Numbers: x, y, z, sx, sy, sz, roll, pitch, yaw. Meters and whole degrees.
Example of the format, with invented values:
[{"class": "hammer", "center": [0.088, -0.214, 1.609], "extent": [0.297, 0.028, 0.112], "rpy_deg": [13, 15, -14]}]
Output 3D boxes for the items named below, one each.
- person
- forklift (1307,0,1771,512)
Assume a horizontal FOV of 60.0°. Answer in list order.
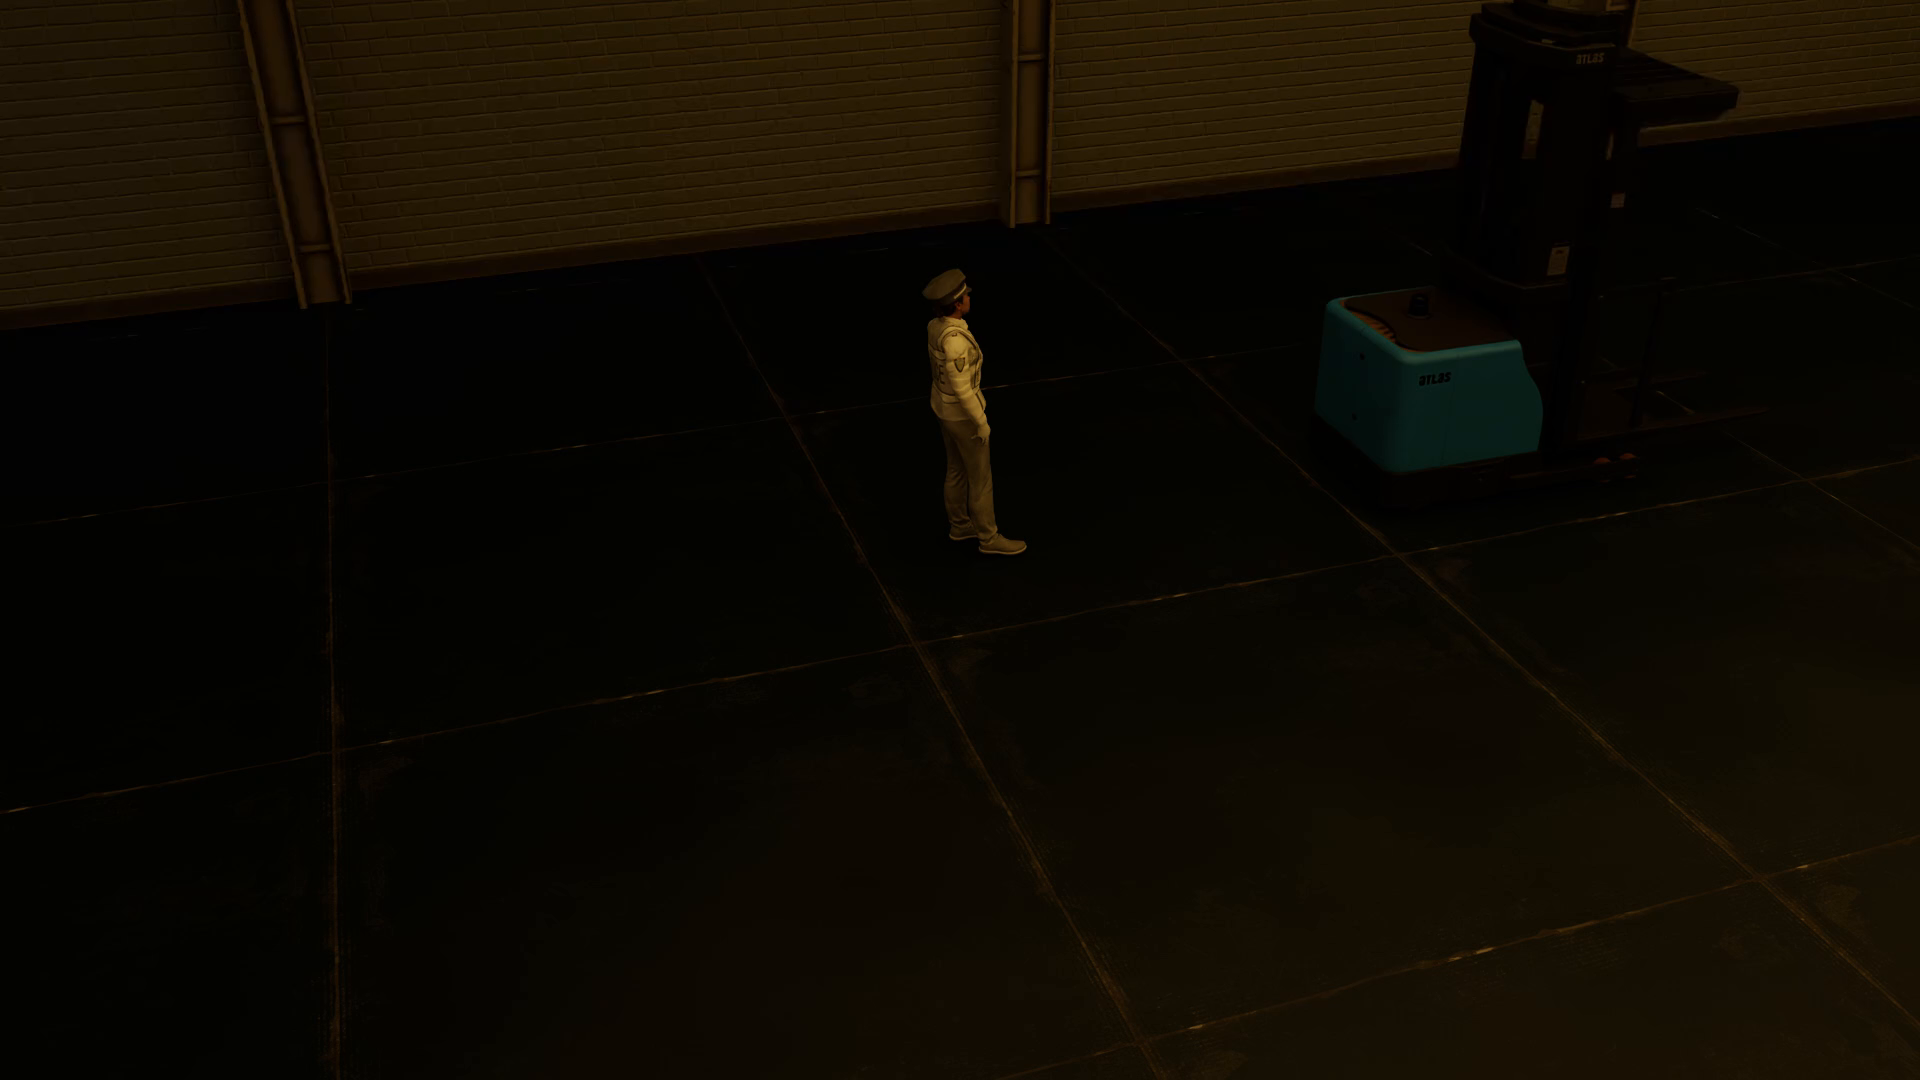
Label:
[{"class": "person", "center": [0.067, -0.748, 9.614], "extent": [0.531, 1.695, 0.587], "rpy_deg": [-10, 31, -16]}, {"class": "forklift", "center": [3.872, -1.870, 10.338], "extent": [3.031, 2.935, 1.130], "rpy_deg": [-9, 31, -16]}]
